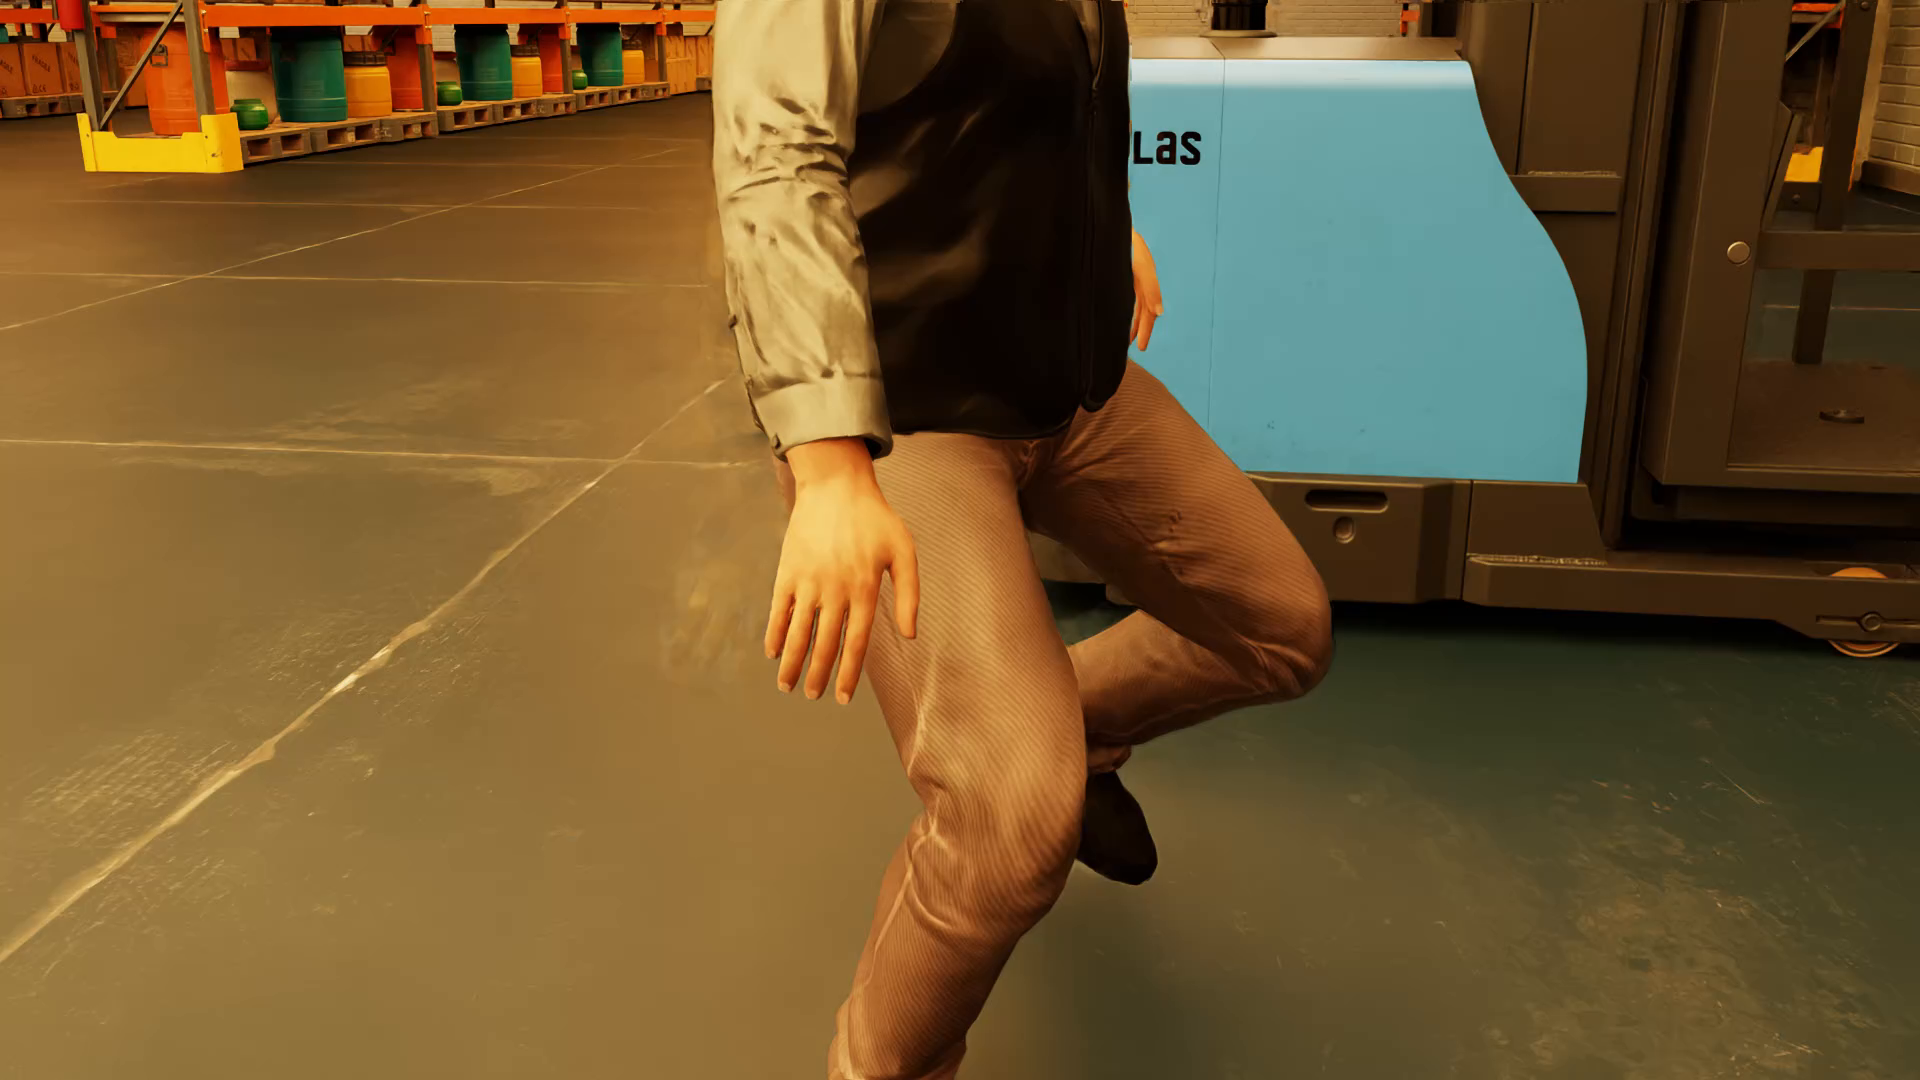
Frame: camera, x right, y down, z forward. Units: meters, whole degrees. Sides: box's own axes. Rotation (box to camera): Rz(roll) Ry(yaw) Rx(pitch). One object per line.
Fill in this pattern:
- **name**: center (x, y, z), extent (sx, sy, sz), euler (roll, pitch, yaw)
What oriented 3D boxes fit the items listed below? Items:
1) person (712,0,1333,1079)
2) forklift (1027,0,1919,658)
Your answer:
- **person**: center (0.044, -0.143, 1.693), extent (0.515, 1.607, 0.959), euler (12, 21, 34)
- **forklift**: center (1.683, -1.339, 3.200), extent (3.031, 2.935, 1.130), euler (2, 18, 8)
